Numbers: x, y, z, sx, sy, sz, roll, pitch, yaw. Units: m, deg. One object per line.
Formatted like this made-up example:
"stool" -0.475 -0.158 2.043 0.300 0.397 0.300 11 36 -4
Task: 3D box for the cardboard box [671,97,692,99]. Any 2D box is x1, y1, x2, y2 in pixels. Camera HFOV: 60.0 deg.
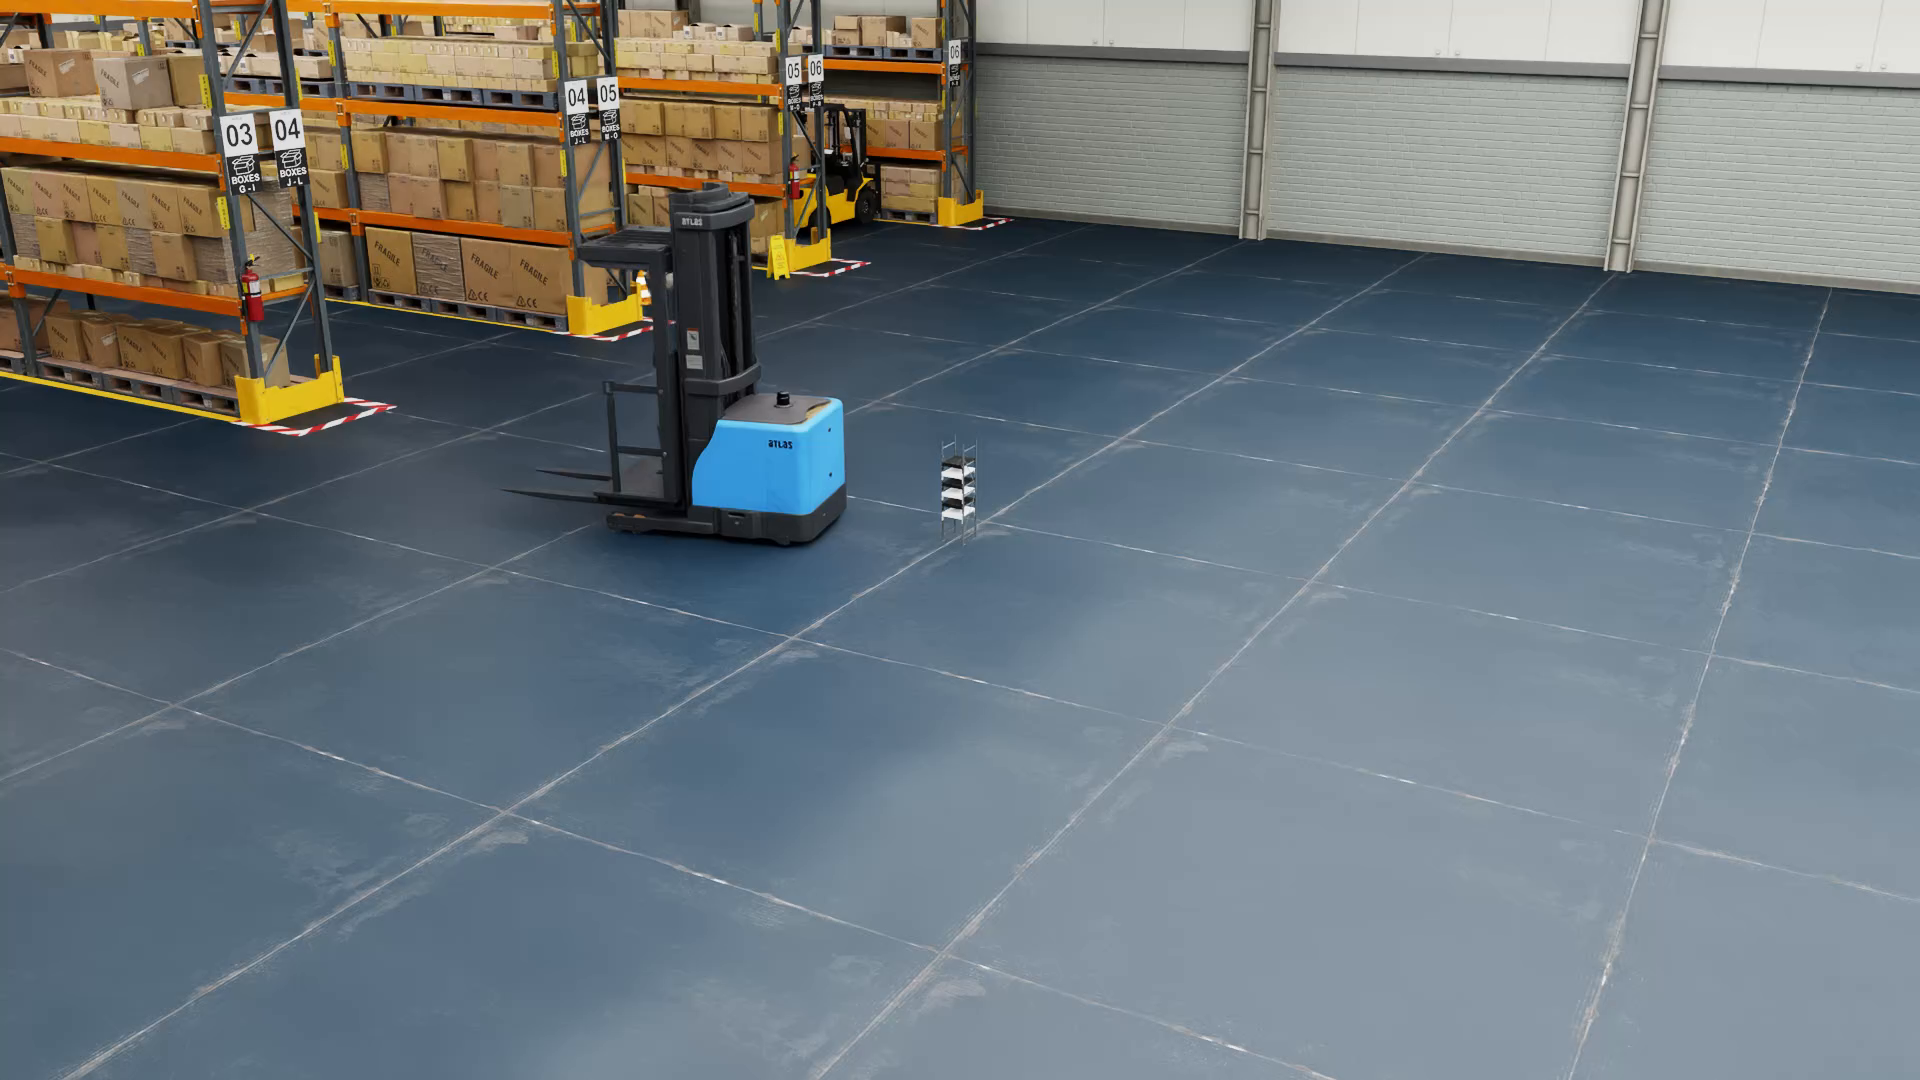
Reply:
"cardboard box" -5.450 -8.564 32.478 0.250 0.149 0.380 11 23 27

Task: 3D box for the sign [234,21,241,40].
"sign" -13.170 -9.291 30.306 0.005 0.325 0.100 11 23 27

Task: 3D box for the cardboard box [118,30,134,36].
"cardboard box" -12.645 -7.693 25.506 0.258 0.266 0.396 11 23 27

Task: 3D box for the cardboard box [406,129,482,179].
"cardboard box" -6.996 -5.264 22.674 0.550 0.550 0.875 11 23 27

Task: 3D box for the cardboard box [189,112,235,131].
"cardboard box" -7.652 -4.300 17.058 0.250 0.149 0.380 11 23 27

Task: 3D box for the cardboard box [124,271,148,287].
"cardboard box" -8.968 -2.906 18.346 0.250 0.149 0.380 11 23 27

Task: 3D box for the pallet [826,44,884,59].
"pallet" -1.681 -8.945 30.356 1.213 0.211 1.003 11 23 27

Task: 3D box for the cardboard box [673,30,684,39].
"cardboard box" -5.281 -9.671 31.834 0.250 0.149 0.380 10 22 27

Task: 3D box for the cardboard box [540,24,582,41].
"cardboard box" -6.671 -8.504 27.882 0.500 0.250 0.500 10 22 26

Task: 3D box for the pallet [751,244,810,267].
"pallet" -3.183 -4.618 26.785 1.213 0.211 1.003 11 23 27

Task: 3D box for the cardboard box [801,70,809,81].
"cardboard box" -2.556 -7.214 25.823 0.250 0.149 0.380 11 23 27

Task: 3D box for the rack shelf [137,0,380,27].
"rack shelf" -9.988 -7.572 23.683 4.000 0.370 1.077 11 23 27

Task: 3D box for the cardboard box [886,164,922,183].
"cardboard box" -1.010 -6.690 30.360 0.500 0.250 0.500 11 23 28

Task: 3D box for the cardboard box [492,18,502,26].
"cardboard box" -9.278 -10.546 33.811 0.250 0.149 0.380 11 23 28

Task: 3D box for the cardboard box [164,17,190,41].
"cardboard box" -14.706 -9.753 31.544 0.500 0.500 0.500 11 23 28

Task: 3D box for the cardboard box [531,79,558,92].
"cardboard box" -5.206 -5.771 21.082 0.250 0.149 0.380 11 23 27

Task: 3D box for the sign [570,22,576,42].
"sign" -6.184 -8.108 26.583 0.005 0.325 0.100 11 23 27

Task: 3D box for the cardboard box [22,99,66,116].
"cardboard box" -10.123 -4.791 18.410 0.250 0.149 0.380 11 23 28

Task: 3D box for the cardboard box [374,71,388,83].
"cardboard box" -7.646 -6.235 22.363 0.250 0.149 0.380 11 23 27

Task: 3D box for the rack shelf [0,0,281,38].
"rack shelf" -9.004 -5.633 17.758 4.000 0.370 1.077 11 23 27

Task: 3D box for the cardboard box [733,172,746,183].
"cardboard box" -3.344 -5.709 26.073 0.250 0.149 0.380 10 22 26

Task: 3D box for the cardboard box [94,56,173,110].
"cardboard box" -8.734 -4.834 17.579 0.500 0.500 0.500 11 23 27

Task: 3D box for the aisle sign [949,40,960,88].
"aisle sign" -0.093 -8.372 29.235 0.004 0.787 0.394 11 23 27

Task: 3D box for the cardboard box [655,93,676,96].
"cardboard box" -5.881 -8.846 33.254 0.250 0.149 0.380 10 22 26

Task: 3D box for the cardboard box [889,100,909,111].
"cardboard box" -1.076 -7.868 30.122 0.250 0.149 0.380 11 23 28

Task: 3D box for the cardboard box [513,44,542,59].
"cardboard box" -5.427 -6.188 21.063 0.250 0.149 0.380 11 23 28

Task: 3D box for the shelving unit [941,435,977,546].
"shelving unit" -0.007 -0.424 14.215 0.210 0.900 0.258 11 23 27

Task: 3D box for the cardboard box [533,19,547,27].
"cardboard box" -8.347 -10.389 33.408 0.250 0.149 0.380 10 22 26

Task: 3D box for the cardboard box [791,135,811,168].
"cardboard box" -2.703 -6.118 26.251 0.500 0.500 0.500 10 22 26

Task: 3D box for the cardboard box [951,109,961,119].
"cardboard box" -0.177 -7.734 30.190 0.250 0.149 0.380 10 22 26

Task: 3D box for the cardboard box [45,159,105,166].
"cardboard box" -10.222 -4.149 19.356 0.500 0.500 0.500 11 23 27

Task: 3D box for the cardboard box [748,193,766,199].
"cardboard box" -3.473 -5.334 26.986 0.500 0.500 0.500 10 22 25

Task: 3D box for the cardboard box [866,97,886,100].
"cardboard box" -1.532 -8.125 30.832 0.250 0.149 0.380 11 23 28

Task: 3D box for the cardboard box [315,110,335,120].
"cardboard box" -11.308 -7.880 30.076 0.500 0.500 0.500 10 22 26

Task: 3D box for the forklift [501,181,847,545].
"forklift" -2.594 -1.597 14.469 3.031 2.935 1.130 5 21 15

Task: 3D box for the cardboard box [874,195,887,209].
"cardboard box" -1.433 -6.309 30.775 0.500 0.250 0.500 11 23 28

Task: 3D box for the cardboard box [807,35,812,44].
"cardboard box" -2.585 -9.157 30.418 0.250 0.149 0.380 12 23 29

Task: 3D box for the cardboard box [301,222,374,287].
"cardboard box" -8.828 -4.161 24.121 0.750 0.750 1.050 11 23 27

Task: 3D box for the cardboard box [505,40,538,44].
"cardboard box" -5.774 -6.511 21.953 0.250 0.149 0.380 10 22 26

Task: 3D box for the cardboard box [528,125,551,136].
"cardboard box" -6.865 -6.910 27.818 0.500 0.500 0.500 11 23 28

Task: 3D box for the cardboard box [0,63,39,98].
"cardboard box" -11.112 -5.249 19.270 0.637 0.503 0.797 10 22 25

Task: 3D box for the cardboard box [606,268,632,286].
"cardboard box" -5.193 -4.135 25.027 0.637 0.503 0.797 -4 20 -10

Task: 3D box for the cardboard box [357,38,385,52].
"cardboard box" -7.867 -6.652 22.343 0.250 0.149 0.380 11 22 27

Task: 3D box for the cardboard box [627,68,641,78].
"cardboard box" -5.093 -7.481 26.558 0.250 0.149 0.380 12 23 29

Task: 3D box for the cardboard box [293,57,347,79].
"cardboard box" -8.937 -6.599 23.217 0.500 0.250 0.500 11 23 28

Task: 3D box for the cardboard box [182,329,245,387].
"cardboard box" -8.333 -2.040 18.641 0.500 0.500 0.500 18 27 41

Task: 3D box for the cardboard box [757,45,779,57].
"cardboard box" -2.864 -7.405 25.182 0.250 0.149 0.380 11 23 28

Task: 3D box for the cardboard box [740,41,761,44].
"cardboard box" -3.234 -7.718 26.043 0.250 0.149 0.380 11 23 27

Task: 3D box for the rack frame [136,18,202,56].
"rack frame" -11.734 -8.430 24.409 0.127 3.000 1.000 11 23 27

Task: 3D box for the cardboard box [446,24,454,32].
"cardboard box" -10.416 -10.613 34.430 0.250 0.149 0.380 11 23 28

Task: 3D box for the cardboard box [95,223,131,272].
"cardboard box" -9.066 -3.337 18.582 0.500 0.500 0.875 11 23 27

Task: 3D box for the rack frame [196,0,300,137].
"rack frame" -7.257 -5.640 16.718 0.127 3.000 1.000 11 23 27

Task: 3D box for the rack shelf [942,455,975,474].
"rack shelf" -0.007 -0.647 14.135 0.200 0.077 0.258 11 23 27

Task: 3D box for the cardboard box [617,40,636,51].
"cardboard box" -5.333 -7.872 26.467 0.250 0.149 0.380 10 22 26

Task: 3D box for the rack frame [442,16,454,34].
"rack frame" -10.483 -12.064 34.427 0.127 3.000 1.000 11 23 27
